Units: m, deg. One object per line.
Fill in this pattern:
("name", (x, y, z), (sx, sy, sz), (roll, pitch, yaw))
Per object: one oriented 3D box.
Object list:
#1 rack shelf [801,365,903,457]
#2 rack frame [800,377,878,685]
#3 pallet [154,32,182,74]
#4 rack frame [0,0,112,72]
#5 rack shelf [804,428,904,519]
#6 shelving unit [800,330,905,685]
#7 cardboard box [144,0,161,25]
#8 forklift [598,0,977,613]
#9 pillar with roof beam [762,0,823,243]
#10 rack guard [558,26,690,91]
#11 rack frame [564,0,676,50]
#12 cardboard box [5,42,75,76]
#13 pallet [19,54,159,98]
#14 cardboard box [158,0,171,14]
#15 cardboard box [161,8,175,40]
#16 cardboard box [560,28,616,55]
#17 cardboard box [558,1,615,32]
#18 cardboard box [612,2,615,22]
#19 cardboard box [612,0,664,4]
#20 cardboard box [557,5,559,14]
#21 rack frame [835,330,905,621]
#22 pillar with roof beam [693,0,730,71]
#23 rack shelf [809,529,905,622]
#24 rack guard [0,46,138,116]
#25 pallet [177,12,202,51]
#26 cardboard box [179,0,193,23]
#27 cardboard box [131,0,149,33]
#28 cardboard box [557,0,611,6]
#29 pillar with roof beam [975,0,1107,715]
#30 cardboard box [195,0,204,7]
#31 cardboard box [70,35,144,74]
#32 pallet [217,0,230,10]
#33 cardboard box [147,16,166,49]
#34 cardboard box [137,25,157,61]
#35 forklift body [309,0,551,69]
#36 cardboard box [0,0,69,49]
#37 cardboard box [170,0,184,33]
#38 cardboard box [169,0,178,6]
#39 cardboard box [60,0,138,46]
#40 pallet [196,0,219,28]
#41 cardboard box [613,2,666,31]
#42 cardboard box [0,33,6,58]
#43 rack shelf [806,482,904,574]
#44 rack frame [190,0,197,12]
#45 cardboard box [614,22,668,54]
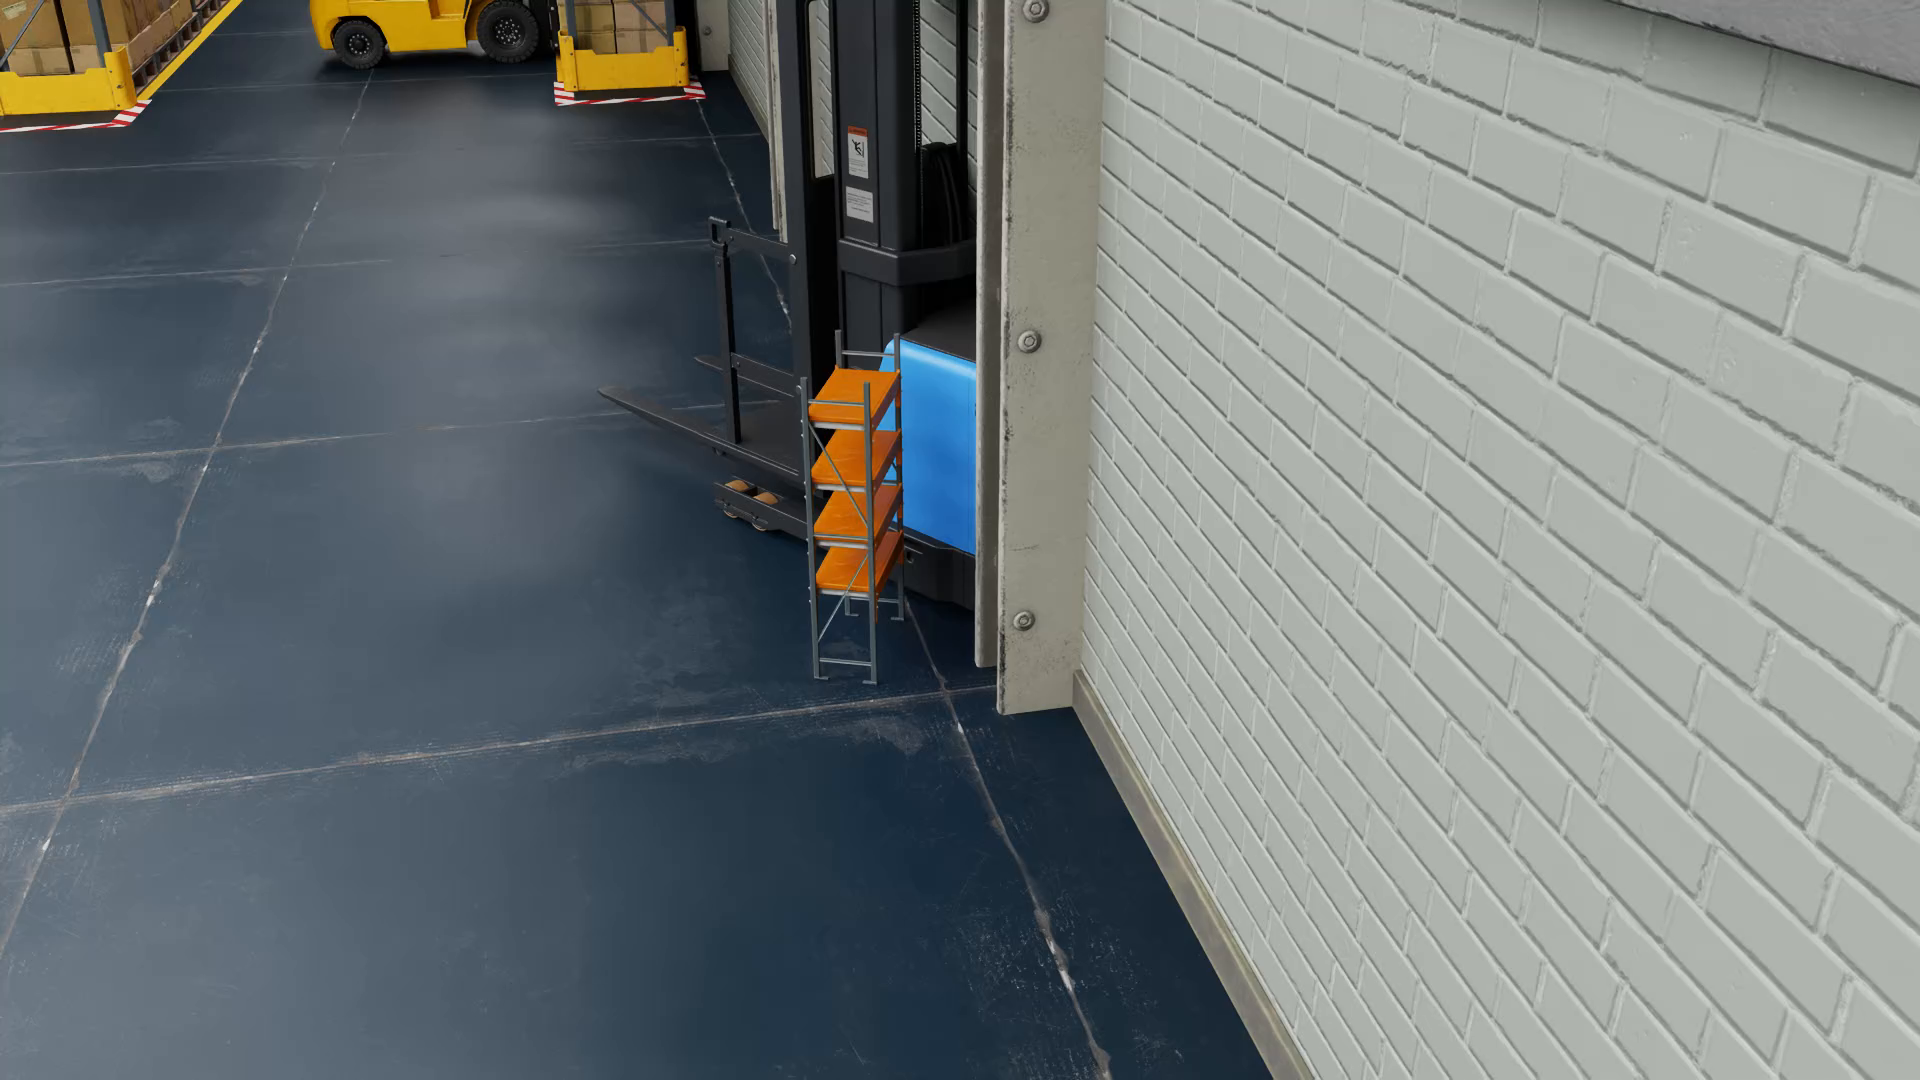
("rack shelf", (-0.382, -0.468, 5.975), (0.258, 0.148, 0.480), (5, 27, 9))
("rack frame", (-0.426, -0.009, 5.937), (0.240, 1.200, 0.015), (5, 27, 9))
("pallet", (-8.448, -4.859, 16.642), (1.003, 0.211, 1.213), (-6, 27, -12))
("rack frame", (-8.011, -5.175, 14.175), (1.000, 3.000, 0.127), (-6, 27, -12))
("rack shelf", (-0.382, -0.257, 6.081), (0.258, 0.148, 0.480), (5, 27, 9))
("shelving unit", (-0.382, -0.118, 6.152), (0.258, 1.200, 0.503), (5, 27, 9))
("cardboard box", (-8.156, -5.313, 16.200), (0.500, 0.500, 0.500), (-5, 27, -11))
("forklift", (-0.460, -1.501, 6.971), (3.031, 2.935, 1.130), (23, 35, 37))
("pillar with roof beam", (-5.296, -5.685, 8.527), (9.100, 9.000, 0.400), (-6, 27, -12))
("rack guard", (-3.170, -4.555, 15.719), (1.175, 0.500, 0.348), (-6, 27, -12))
("rack frame", (-3.176, -5.681, 15.176), (1.000, 3.000, 0.127), (-6, 27, -12))
("cardboard box", (-8.460, -4.473, 15.369), (0.500, 0.250, 0.500), (-6, 27, -12))
("pallet", (-8.176, -4.324, 15.583), (1.003, 0.211, 1.213), (-6, 27, -12))
("cardboard box", (-8.285, -5.547, 16.663), (0.500, 0.500, 0.500), (-5, 27, -9))
("cardboard box", (-8.277, -5.203, 16.814), (0.500, 0.250, 0.500), (-6, 27, -11))
("cardboard box", (-3.589, -4.815, 16.046), (0.500, 0.250, 0.500), (-6, 27, -11))
("cardboard box", (-3.590, -5.046, 15.949), (0.500, 0.250, 0.500), (-6, 27, -12))
("cardboard box", (-3.203, -5.311, 16.474), (0.500, 0.250, 0.500), (-6, 27, -12))
("cardboard box", (-3.099, -5.318, 15.932), (0.500, 0.250, 0.500), (-6, 27, -12))
("cardboard box", (-3.829, -5.492, 16.832), (0.500, 0.250, 0.500), (-7, 28, -13))
("rack frame", (-0.339, -0.226, 6.366), (0.240, 1.200, 0.015), (5, 27, 9))
("pillar with roof beam", (-6.649, -8.319, 13.745), (9.100, 9.000, 0.400), (-6, 27, -12))
("rack shelf", (-0.382, 0.120, 6.271), (0.258, 0.148, 0.480), (5, 27, 9))
("rack guard", (-8.028, -4.093, 14.804), (1.175, 0.500, 0.348), (-6, 27, -12))
("pallet", (-8.726, -5.395, 17.705), (1.003, 0.211, 1.213), (-6, 27, -12))
("cardboard box", (-8.517, -5.659, 17.718), (0.500, 0.250, 0.500), (-5, 27, -9))
("cardboard box", (-8.051, -5.092, 15.762), (0.500, 0.500, 0.500), (-7, 28, -14))
("cardboard box", (-3.583, -5.258, 15.814), (0.500, 0.250, 0.500), (-5, 27, -10))
("pillar with roof beam", (-3.944, -3.051, 3.308), (9.100, 9.000, 0.400), (-6, 27, -12))
("cardboard box", (-9.033, -6.176, 18.607), (0.950, 0.372, 0.625), (-6, 27, -11))
("cardboard box", (-7.923, -4.517, 15.457), (0.500, 0.250, 0.500), (-6, 27, -12))
("pallet", (-9.367, -6.565, 20.022), (1.003, 0.211, 1.213), (-6, 27, -12))
("cardboard box", (-8.166, -4.981, 16.374), (0.500, 0.250, 0.500), (-4, 27, -8))
("cardboard box", (-8.031, -4.742, 15.902), (0.500, 0.250, 0.500), (-5, 27, -10))
("forklift body", (-5.380, -5.949, 16.650), (2.313, 2.155, 1.214), (-6, 27, -12))
("cardboard box", (-8.445, -4.795, 15.175), (0.500, 0.500, 0.500), (-6, 27, -11))
("cardboard box", (-8.387, -5.426, 17.257), (0.500, 0.250, 0.500), (-7, 28, -13))
("cardboard box", (-8.401, -5.770, 17.107), (0.500, 0.500, 0.500), (-5, 27, -11))
("cardboard box", (-7.929, -4.863, 15.308), (0.500, 0.500, 0.500), (-7, 28, -13))
("pallet", (-9.089, -6.028, 18.959), (1.003, 0.211, 1.213), (-6, 27, -12))
("cardboard box", (-3.079, -5.092, 16.039), (0.500, 0.250, 0.500), (-5, 27, -11))
("cardboard box", (-9.996, -5.208, 17.011), (0.500, 0.500, 0.500), (13, 30, 24))
("rack shelf", (-0.382, -0.058, 6.182), (0.258, 0.148, 0.480), (5, 27, 9))
("rack frame", (-8.912, -6.931, 17.654), (1.000, 3.000, 0.127), (-6, 27, -12))
("cardboard box", (-3.096, -4.876, 16.168), (0.500, 0.250, 0.500), (-6, 27, -11))
